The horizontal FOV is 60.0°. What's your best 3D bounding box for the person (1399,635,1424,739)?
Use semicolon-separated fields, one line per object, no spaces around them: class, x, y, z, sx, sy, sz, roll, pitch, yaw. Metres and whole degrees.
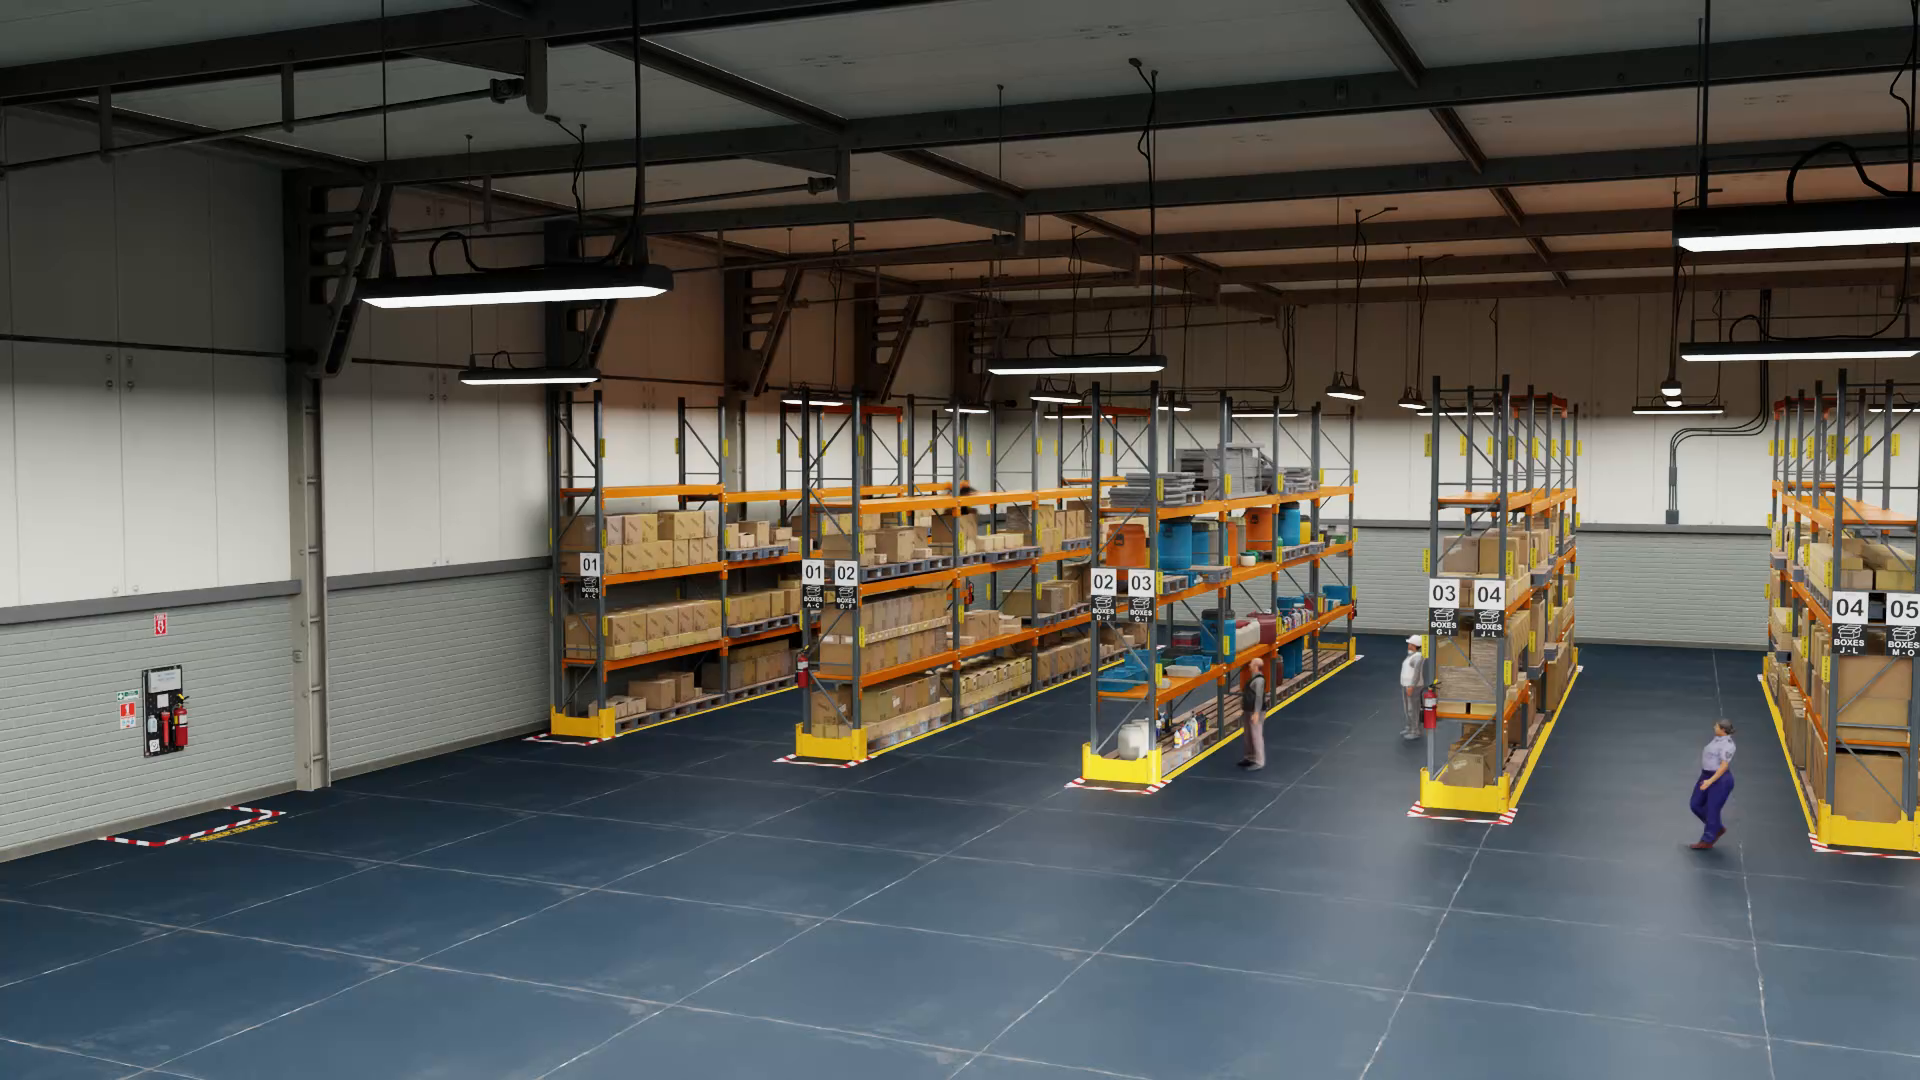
person;7.827;2.539;28.793;0.401;1.791;0.570;0;3;-9

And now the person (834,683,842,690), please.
person;-2.214;2.370;32.545;0.709;1.812;0.642;-1;3;-14

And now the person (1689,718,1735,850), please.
person;9.389;3.036;20.799;0.576;1.634;0.547;-1;3;-10

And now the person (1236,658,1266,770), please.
person;4.571;2.700;25.965;0.417;1.726;0.586;-1;3;-17
